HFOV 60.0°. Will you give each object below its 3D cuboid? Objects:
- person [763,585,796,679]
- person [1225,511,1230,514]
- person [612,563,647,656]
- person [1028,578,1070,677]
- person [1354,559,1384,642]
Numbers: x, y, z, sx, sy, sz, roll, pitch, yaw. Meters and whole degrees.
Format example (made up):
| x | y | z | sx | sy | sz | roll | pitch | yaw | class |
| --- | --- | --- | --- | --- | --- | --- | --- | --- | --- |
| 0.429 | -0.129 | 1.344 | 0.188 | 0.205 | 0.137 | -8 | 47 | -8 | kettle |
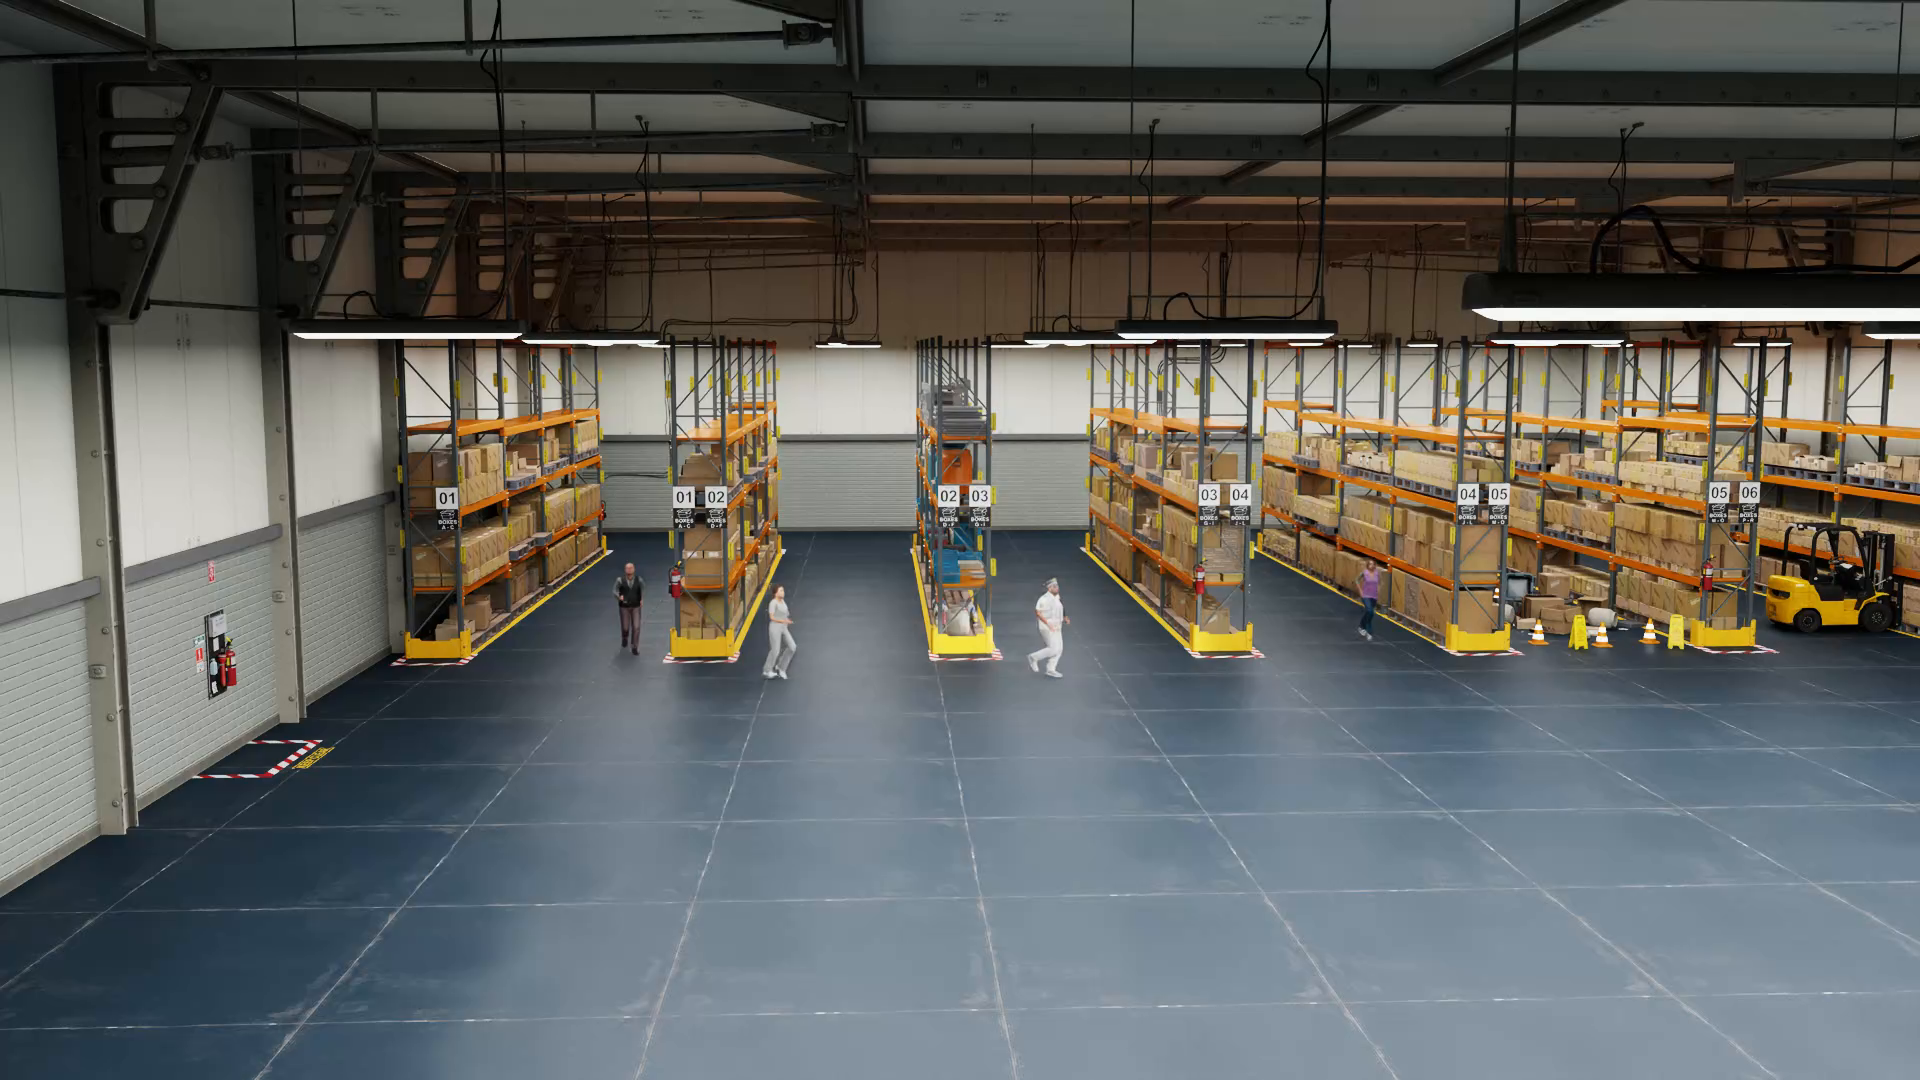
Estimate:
| x | y | z | sx | sy | sz | roll | pitch | yaw | class |
| --- | --- | --- | --- | --- | --- | --- | --- | --- | --- |
| -3.144 | 1.611 | 29.070 | 0.683 | 1.690 | 0.589 | 4 | 8 | 30 | person |
| 7.453 | -0.363 | 46.124 | 0.575 | 1.700 | 0.806 | 1 | 7 | 5 | person |
| -6.276 | 1.297 | 31.613 | 0.668 | 1.727 | 0.764 | -2 | 7 | -15 | person |
| 1.588 | 1.533 | 29.373 | 0.652 | 1.760 | 0.655 | 4 | 7 | 30 | person |
| 8.158 | 1.184 | 33.102 | 0.509 | 1.650 | 0.721 | -2 | 7 | -14 | person |
